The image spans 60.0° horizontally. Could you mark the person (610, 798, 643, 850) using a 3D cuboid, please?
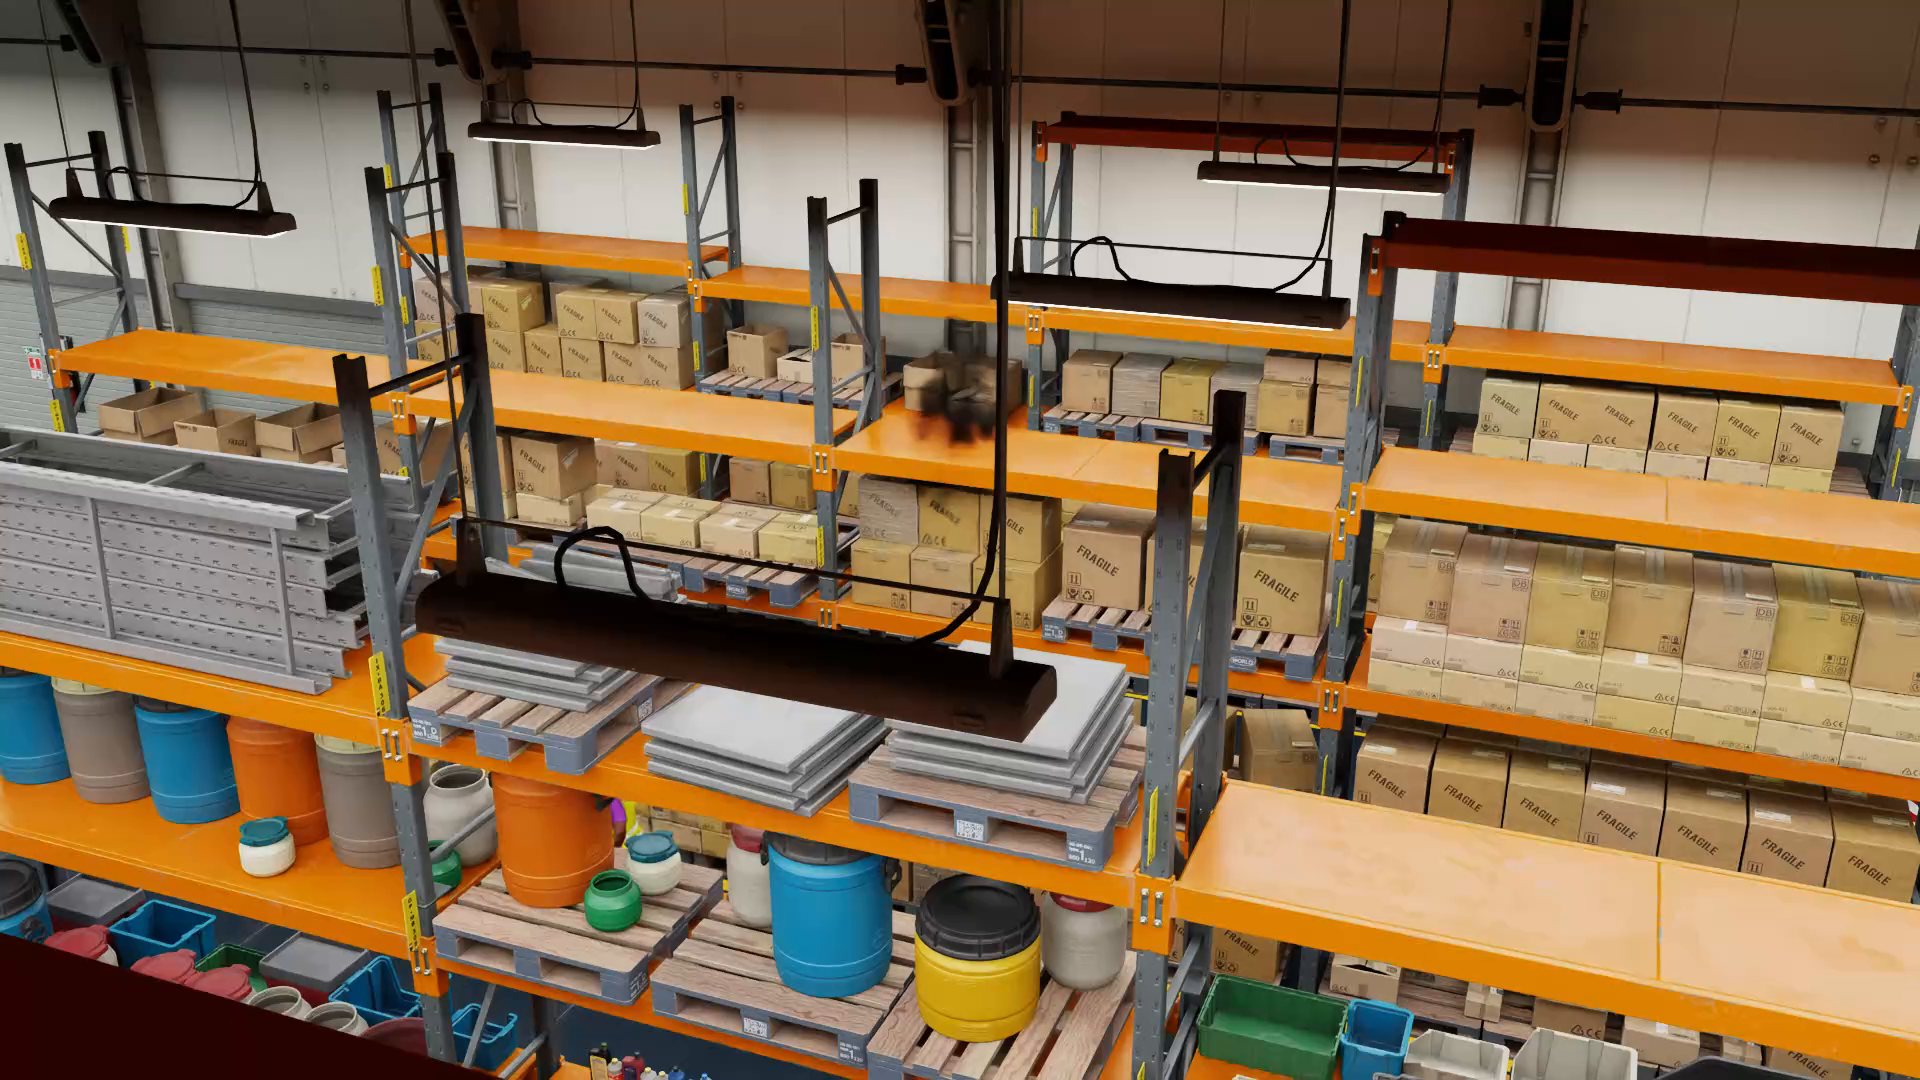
[{"bbox_3d":[-2.667,2.439,12.809,0.721,1.878,0.721,6,22,15],"label":"person"}]
